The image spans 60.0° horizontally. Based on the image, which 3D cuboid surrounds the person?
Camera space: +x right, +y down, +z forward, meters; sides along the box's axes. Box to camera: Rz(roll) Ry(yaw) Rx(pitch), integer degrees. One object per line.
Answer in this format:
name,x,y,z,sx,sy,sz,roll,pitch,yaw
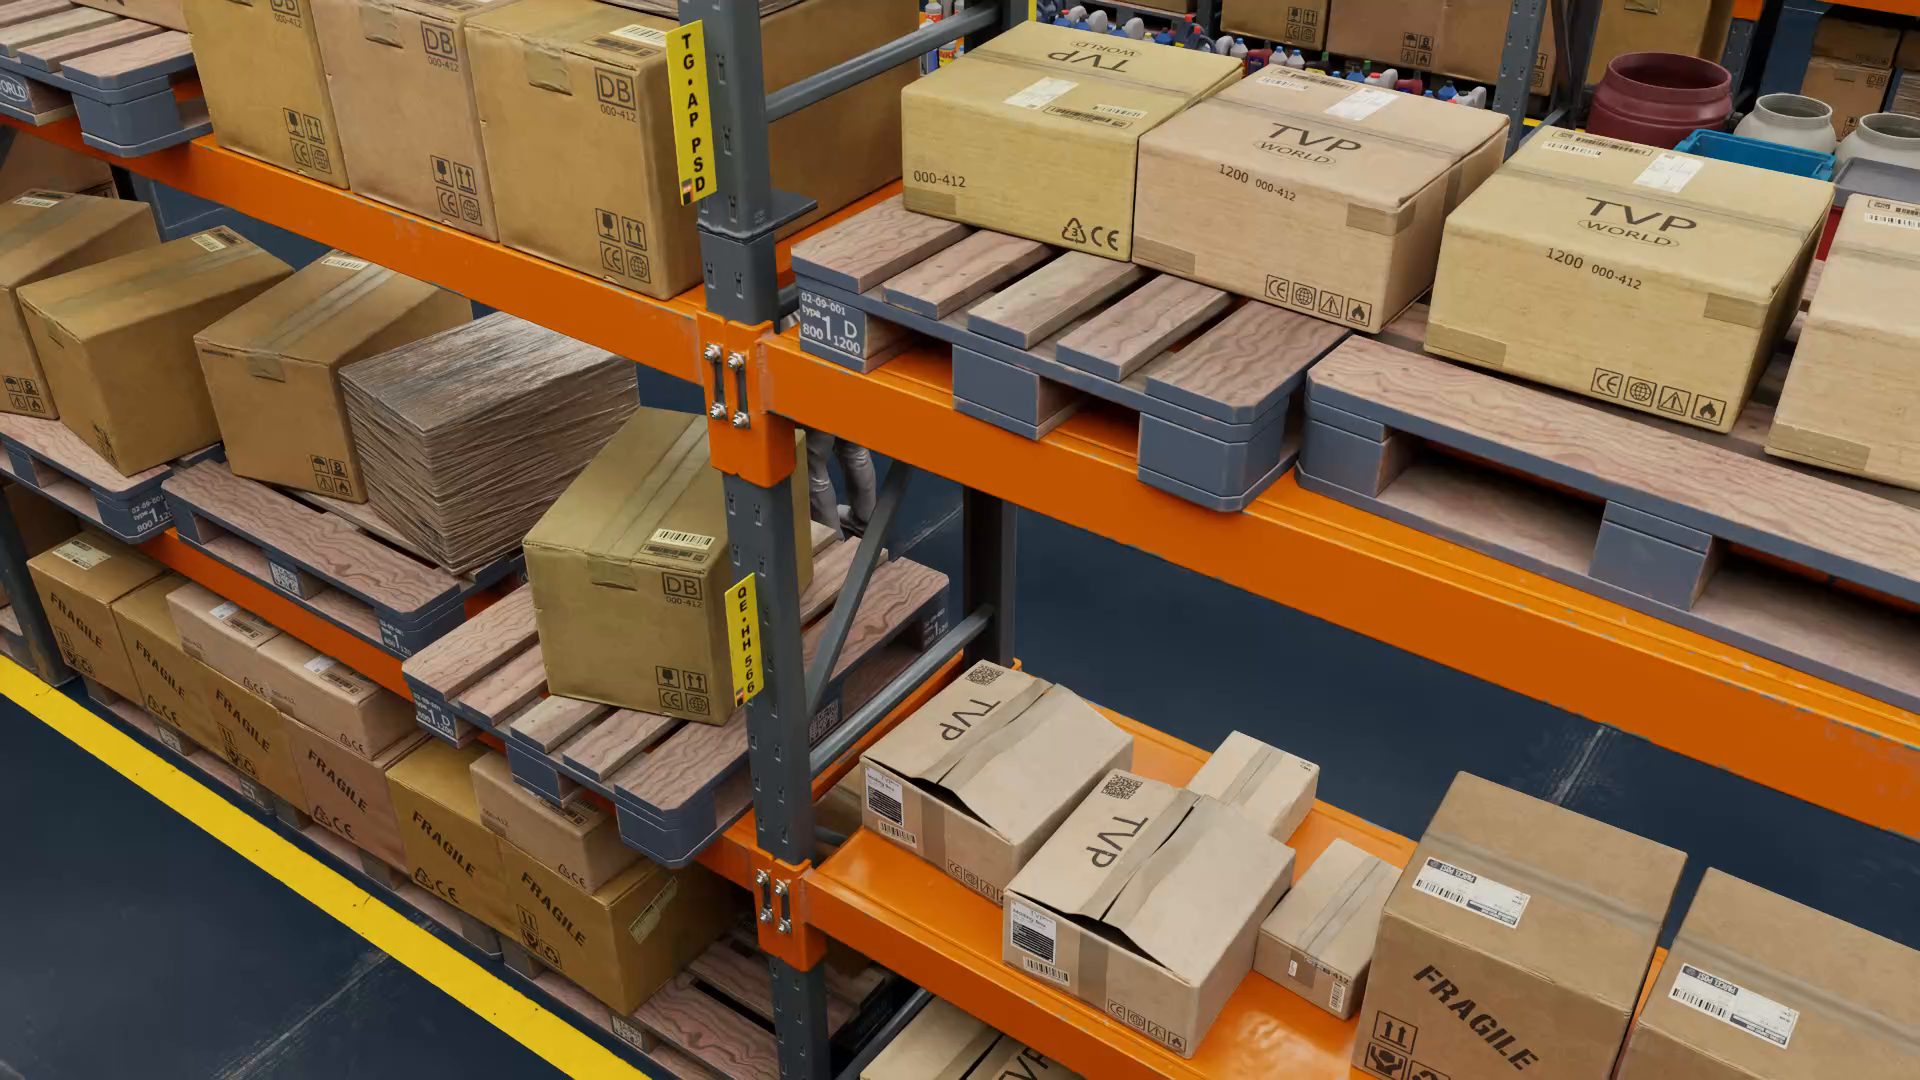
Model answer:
person,-0.565,-0.686,7.124,0.461,1.772,0.580,21,40,28
